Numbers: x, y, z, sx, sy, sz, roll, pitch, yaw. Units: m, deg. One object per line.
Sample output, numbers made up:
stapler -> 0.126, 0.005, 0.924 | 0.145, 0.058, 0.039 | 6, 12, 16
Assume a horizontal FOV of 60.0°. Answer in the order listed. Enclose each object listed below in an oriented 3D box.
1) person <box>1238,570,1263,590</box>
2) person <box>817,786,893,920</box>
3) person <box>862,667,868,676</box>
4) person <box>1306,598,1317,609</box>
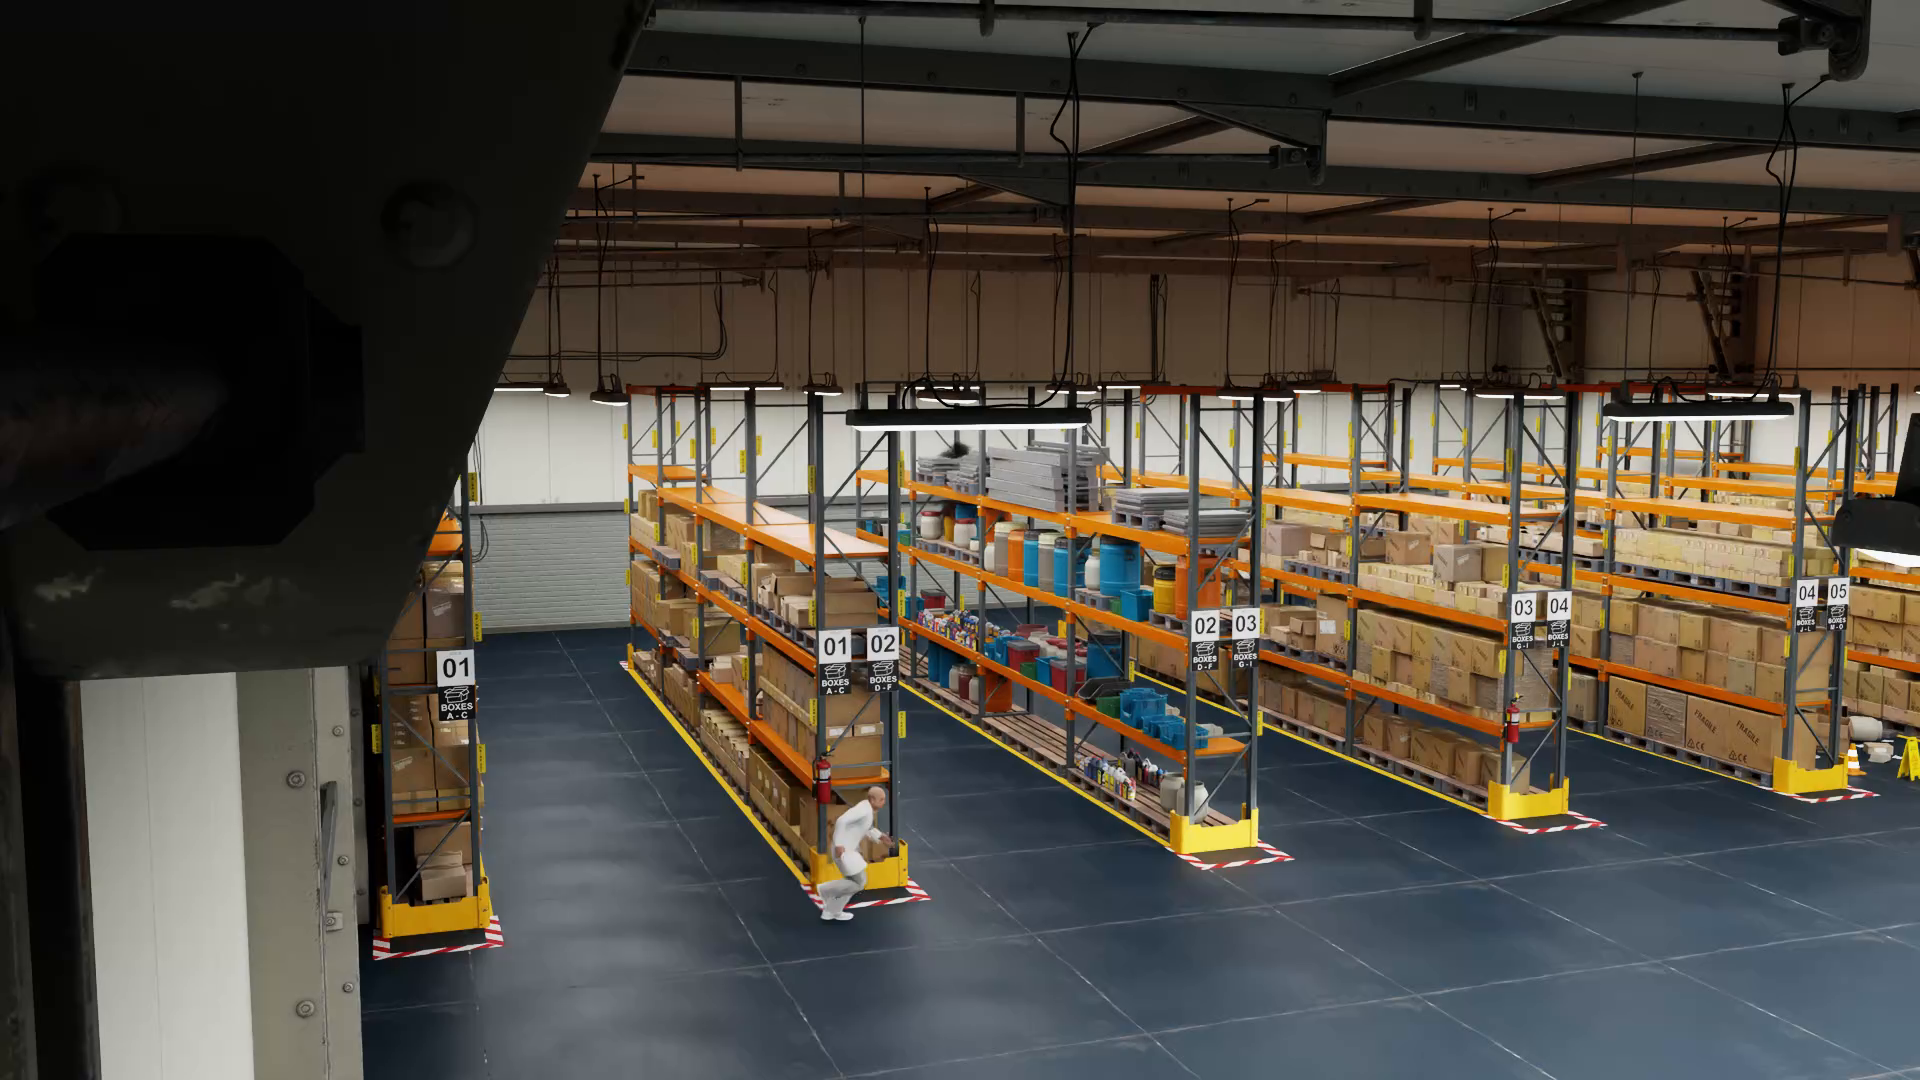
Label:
person -> 7.092, 1.219, 41.174 | 0.624, 1.698, 0.941 | 5, 8, 40
person -> -1.213, 3.592, 18.951 | 0.873, 1.591, 0.736 | 1, 6, 9
person -> -1.672, 2.326, 31.685 | 0.544, 1.468, 0.826 | -4, 7, -32
person -> 8.729, 1.266, 40.832 | 0.817, 1.734, 0.747 | 4, 7, 36
